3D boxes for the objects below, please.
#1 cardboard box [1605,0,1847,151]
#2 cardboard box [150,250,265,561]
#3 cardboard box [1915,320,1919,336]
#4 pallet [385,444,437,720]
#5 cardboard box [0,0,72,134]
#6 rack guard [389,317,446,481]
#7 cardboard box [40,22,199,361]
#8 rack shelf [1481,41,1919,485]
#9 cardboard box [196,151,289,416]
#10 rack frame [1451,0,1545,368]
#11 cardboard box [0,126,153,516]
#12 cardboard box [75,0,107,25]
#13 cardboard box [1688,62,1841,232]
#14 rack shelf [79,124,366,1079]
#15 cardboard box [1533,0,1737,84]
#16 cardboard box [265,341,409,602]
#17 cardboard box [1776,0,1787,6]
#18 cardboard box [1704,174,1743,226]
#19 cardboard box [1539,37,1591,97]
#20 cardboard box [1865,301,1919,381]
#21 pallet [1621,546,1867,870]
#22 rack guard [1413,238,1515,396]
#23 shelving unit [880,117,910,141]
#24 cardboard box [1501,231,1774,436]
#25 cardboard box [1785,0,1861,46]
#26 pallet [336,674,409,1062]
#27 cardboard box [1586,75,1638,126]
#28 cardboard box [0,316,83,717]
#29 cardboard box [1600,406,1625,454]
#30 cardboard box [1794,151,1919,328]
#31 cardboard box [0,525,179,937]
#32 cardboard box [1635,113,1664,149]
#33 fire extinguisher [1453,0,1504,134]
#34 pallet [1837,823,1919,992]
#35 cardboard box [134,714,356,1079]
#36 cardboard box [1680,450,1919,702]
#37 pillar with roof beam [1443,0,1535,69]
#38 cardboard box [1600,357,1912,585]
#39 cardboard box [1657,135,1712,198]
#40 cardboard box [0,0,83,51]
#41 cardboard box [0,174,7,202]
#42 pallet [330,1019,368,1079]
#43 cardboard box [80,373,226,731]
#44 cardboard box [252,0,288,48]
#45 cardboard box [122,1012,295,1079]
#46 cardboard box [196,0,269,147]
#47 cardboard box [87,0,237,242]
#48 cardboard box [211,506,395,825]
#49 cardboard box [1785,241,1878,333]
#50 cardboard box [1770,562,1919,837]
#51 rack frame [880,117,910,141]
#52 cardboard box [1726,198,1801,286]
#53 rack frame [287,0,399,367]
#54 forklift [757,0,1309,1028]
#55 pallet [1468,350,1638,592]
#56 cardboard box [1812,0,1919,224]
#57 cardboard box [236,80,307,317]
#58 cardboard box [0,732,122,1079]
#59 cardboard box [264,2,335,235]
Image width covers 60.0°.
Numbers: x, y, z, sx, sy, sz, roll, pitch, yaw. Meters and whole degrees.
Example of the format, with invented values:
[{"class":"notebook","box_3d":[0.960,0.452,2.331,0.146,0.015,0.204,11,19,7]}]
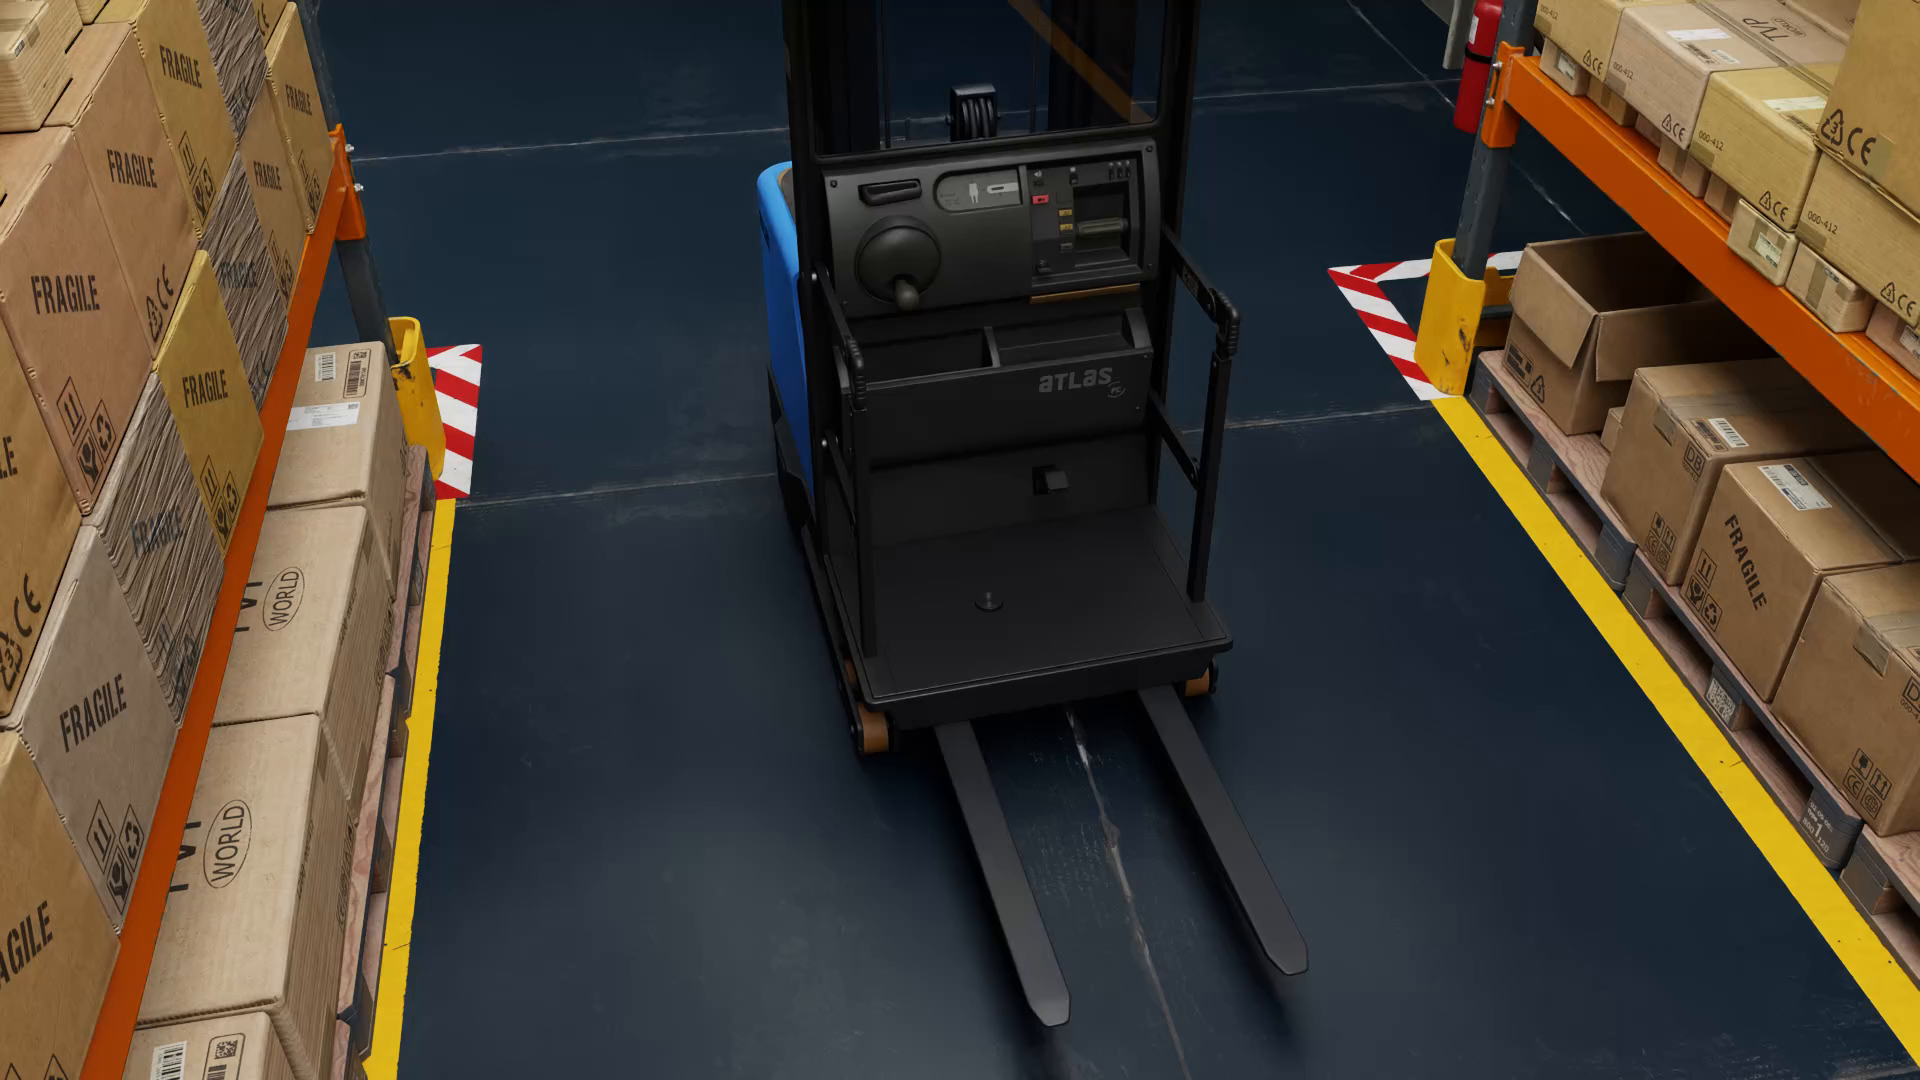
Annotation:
[{"class":"cardboard box","box_3d":[2.310,-1.403,4.990,0.500,0.250,0.500,-6,38,-7]},{"class":"cardboard box","box_3d":[-1.857,-0.268,3.568,0.500,0.500,0.500,-5,38,-7]},{"class":"cardboard box","box_3d":[2.602,-0.479,3.802,0.500,0.250,0.500,-6,38,-8]},{"class":"pallet","box_3d":[-2.262,0.160,5.372,1.003,0.211,1.213,-6,38,-8]},{"class":"cardboard box","box_3d":[-1.826,-0.831,2.949,0.380,0.149,0.250,-6,38,-8]},{"class":"rack guard","box_3d":[-2.483,-0.443,5.913,1.175,0.500,0.348,-6,38,-8]},{"class":"cardboard box","box_3d":[-1.869,-0.669,3.270,0.500,0.500,0.500,-6,38,-8]},{"class":"rack shelf","box_3d":[2.758,-0.460,4.483,1.077,0.370,4.000,-6,38,-8]},{"class":"cardboard box","box_3d":[-1.961,-0.578,3.968,0.500,0.500,0.500,-5,38,-7]},{"class":"rack frame","box_3d":[2.407,-1.952,5.818,1.000,3.000,0.127,-6,38,-8]},{"class":"cardboard box","box_3d":[-1.784,-0.364,2.877,0.500,0.500,0.500,-6,38,-7]},{"class":"cardboard box","box_3d":[-1.941,-1.146,3.355,0.380,0.149,0.250,-5,38,-7]},{"class":"cardboard box","box_3d":[2.402,-1.097,4.597,0.500,0.250,0.500,-7,38,-9]},{"class":"rack shelf","box_3d":[-2.128,0.076,3.793,1.077,0.370,4.000,-6,38,-8]},{"class":"cardboard box","box_3d":[2.222,-1.707,5.382,0.500,0.250,0.500,-6,38,-8]},{"class":"cardboard box","box_3d":[-2.265,-0.182,5.285,0.875,0.438,0.875,-7,38,-9]},{"class":"cardboard box","box_3d":[2.749,-1.761,5.452,0.500,0.250,0.500,-5,38,-7]},{"class":"cardboard box","box_3d":[2.402,-1.002,4.800,0.380,0.149,0.250,-6,38,-7]},{"class":"cardboard box","box_3d":[2.195,-1.625,5.601,0.380,0.149,0.250,-7,38,-8]},{"class":"cardboard box","box_3d":[2.551,-0.536,4.200,0.380,0.149,0.250,-6,38,-8]},{"class":"pallet","box_3d":[2.772,0.412,5.048,1.003,0.211,1.213,-6,38,-8]},{"class":"rack guard","box_3d":[2.421,-0.919,6.525,1.175,0.500,0.348,-6,38,-8]},{"class":"shelving unit","box_3d":[-0.250,-1.021,6.209,0.215,1.050,0.252,-9,39,-11]},{"class":"cardboard box","box_3d":[2.421,-0.752,5.966,0.797,0.503,0.637,-8,38,-10]},{"class":"cardboard box","box_3d":[2.839,-1.449,5.050,0.500,0.250,0.500,-6,38,-8]},{"class":"pallet","box_3d":[-2.051,0.895,4.426,1.003,0.211,1.213,-6,38,-8]},{"class":"cardboard box","box_3d":[2.285,-1.476,5.410,0.380,0.149,0.250,-5,38,-7]},{"class":"cardboard box","box_3d":[-1.705,-0.054,2.478,0.500,0.500,0.500,-7,38,-9]},{"class":"cardboard box","box_3d":[2.458,-0.352,5.739,0.380,0.149,0.250,-8,38,-10]},{"class":"cardboard box","box_3d":[2.513,-0.790,4.202,0.500,0.250,0.500,-7,38,-9]},{"class":"cardboard box","box_3d":[-1.686,0.345,2.780,0.500,0.500,0.500,-6,38,-8]},{"class":"cardboard box","box_3d":[2.365,-1.321,5.210,0.380,0.149,0.250,-7,38,-9]},{"class":"fire extinguisher","box_3d":[1.927,-1.813,6.006,0.296,0.674,0.183,-6,38,-8]},{"class":"pallet","box_3d":[2.989,1.150,4.097,1.003,0.211,1.213,-6,38,-8]},{"class":"cardboard box","box_3d":[-1.939,0.915,3.874,0.875,0.438,0.875,-7,38,-9]},{"class":"cardboard box","box_3d":[2.527,0.099,4.872,0.500,0.500,0.500,-6,38,-7]},{"class":"pillar with roof beam","box_3d":[-1.416,-5.584,5.602,9.100,9.000,0.400,-6,38,-8]},{"class":"cardboard box","box_3d":[2.533,-0.231,5.297,0.700,0.500,0.500,-5,38,-6]},{"class":"cardboard box","box_3d":[2.349,-1.162,5.005,0.380,0.149,0.250,-5,38,-7]},{"class":"cardboard box","box_3d":[-1.913,-0.986,3.149,0.380,0.149,0.250,-5,38,-6]},{"class":"cardboard box","box_3d":[-1.726,-0.532,2.565,0.380,0.149,0.250,-7,38,-9]},{"class":"pallet","box_3d":[-1.834,1.634,3.475,1.003,0.211,1.213,-6,38,-8]},{"class":"cardboard box","box_3d":[-1.767,0.044,3.167,0.500,0.500,0.500,-6,38,-8]},{"class":"cardboard box","box_3d":[-2.160,-1.585,4.448,0.500,0.500,0.500,-5,38,-6]},{"class":"cardboard box","box_3d":[-1.782,1.455,3.178,0.875,0.438,0.875,-7,38,-9]},{"class":"cardboard box","box_3d":[-2.039,-1.272,4.046,0.500,0.500,0.500,-6,38,-8]},{"class":"cardboard box","box_3d":[-1.956,-0.973,3.661,0.500,0.500,0.500,-6,38,-8]},{"class":"cardboard box","box_3d":[-2.096,0.370,4.575,0.875,0.438,0.875,-5,38,-7]},{"class":"cardboard box","box_3d":[2.438,-0.684,4.391,0.380,0.149,0.250,-5,38,-7]},{"class":"cardboard box","box_3d":[2.715,0.396,4.490,0.700,0.500,0.500,-8,38,-10]},{"class":"rack frame","box_3d":[-0.280,-1.094,6.302,0.200,1.050,0.008,-9,39,-11]},{"class":"cardboard box","box_3d":[2.372,-0.841,4.593,0.380,0.149,0.250,-7,38,-9]},{"class":"rack frame","box_3d":[-2.479,-1.416,5.128,1.000,3.000,0.127,-6,38,-8]},{"class":"forklift","box_3d":[0.153,-0.786,4.373,1.130,2.935,3.031,-9,39,-11]},{"class":"pallet","box_3d":[2.561,-0.323,5.994,1.003,0.211,1.213,-6,38,-8]},{"class":"cardboard box","box_3d":[2.485,-1.097,3.986,0.500,0.500,0.500,-5,38,-7]},{"class":"cardboard box","box_3d":[-2.060,-0.888,4.366,0.500,0.500,0.500,-7,38,-9]},{"class":"cardboard box","box_3d":[-1.602,0.649,2.388,0.500,0.500,0.500,-5,38,-6]},{"class":"cardboard box","box_3d":[-2.134,-1.193,4.759,0.500,0.500,0.500,-6,38,-8]}]
